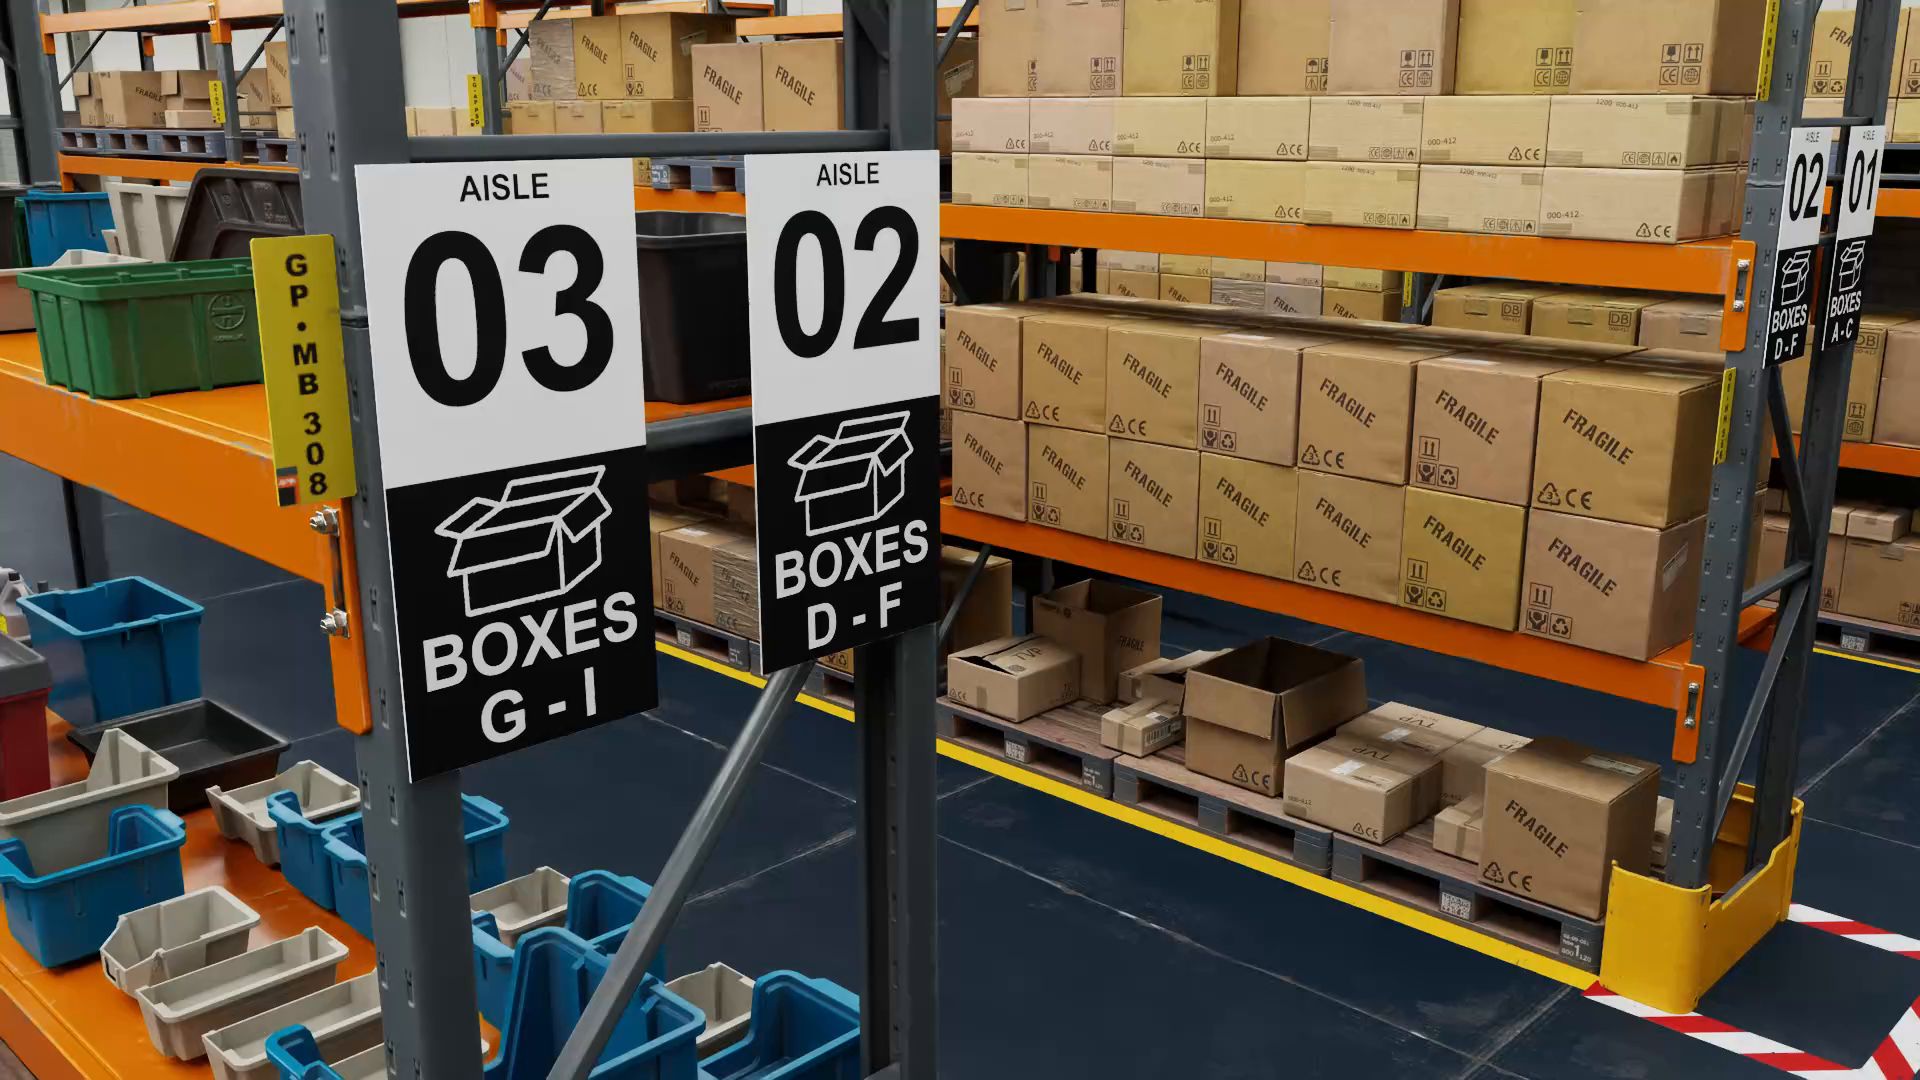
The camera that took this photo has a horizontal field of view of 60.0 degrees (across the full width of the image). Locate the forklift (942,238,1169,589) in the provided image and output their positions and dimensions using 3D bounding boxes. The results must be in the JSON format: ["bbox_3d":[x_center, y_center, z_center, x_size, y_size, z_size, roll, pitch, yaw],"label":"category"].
[{"bbox_3d":[0.745,-1.205,11.743,1.130,2.935,3.031,-14,20,-42],"label":"forklift"}]

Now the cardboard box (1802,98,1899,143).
[{"bbox_3d":[5.360,-2.507,9.922,0.500,0.250,0.500,13,19,40],"label":"cardboard box"}]

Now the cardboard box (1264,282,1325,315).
[{"bbox_3d":[2.686,-1.730,12.795,0.500,0.500,0.500,14,20,43],"label":"cardboard box"}]

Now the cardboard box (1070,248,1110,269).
[{"bbox_3d":[1.224,-2.450,14.072,0.500,0.250,0.500,13,20,41],"label":"cardboard box"}]

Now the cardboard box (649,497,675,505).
[{"bbox_3d":[-1.911,-0.088,11.406,0.500,0.500,0.500,-14,20,-42],"label":"cardboard box"}]

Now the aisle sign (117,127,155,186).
[{"bbox_3d":[-8.350,-3.929,16.905,0.004,0.787,0.394,14,20,42],"label":"aisle sign"}]

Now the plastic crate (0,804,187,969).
[{"bbox_3d":[-2.086,0.832,4.004,0.300,0.233,0.416,14,20,42],"label":"plastic crate"}]

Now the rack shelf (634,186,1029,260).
[{"bbox_3d":[-1.308,-1.959,9.980,4.000,0.370,1.077,14,20,42],"label":"rack shelf"}]

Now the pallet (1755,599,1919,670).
[{"bbox_3d":[5.817,0.518,10.525,1.213,0.211,1.003,14,20,42],"label":"pallet"}]

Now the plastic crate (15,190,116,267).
[{"bbox_3d":[-2.432,-0.877,4.730,0.300,0.233,0.416,14,20,42],"label":"plastic crate"}]

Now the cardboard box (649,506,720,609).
[{"bbox_3d":[-1.880,0.102,10.678,0.500,0.500,0.500,13,20,41],"label":"cardboard box"}]

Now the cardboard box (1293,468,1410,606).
[{"bbox_3d":[1.769,-0.062,7.021,0.500,0.500,0.500,14,20,43],"label":"cardboard box"}]

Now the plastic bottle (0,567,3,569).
[{"bbox_3d":[-3.705,0.215,6.411,0.097,0.271,0.097,0,15,0],"label":"plastic bottle"}]

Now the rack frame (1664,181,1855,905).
[{"bbox_3d":[3.012,0.194,6.238,0.127,3.000,1.000,14,20,42],"label":"rack frame"}]

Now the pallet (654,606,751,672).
[{"bbox_3d":[-1.362,0.495,10.615,1.213,0.211,1.003,14,20,42],"label":"pallet"}]

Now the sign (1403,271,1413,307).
[{"bbox_3d":[3.198,-1.827,11.857,0.005,0.325,0.100,14,20,42],"label":"sign"}]

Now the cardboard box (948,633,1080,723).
[{"bbox_3d":[0.284,0.695,8.775,0.500,0.311,0.500,14,20,42],"label":"cardboard box"}]

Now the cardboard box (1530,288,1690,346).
[{"bbox_3d":[4.469,-1.324,11.470,0.700,0.700,0.980,13,19,41],"label":"cardboard box"}]

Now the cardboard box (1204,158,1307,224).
[{"bbox_3d":[1.389,-1.492,7.057,0.500,0.250,0.500,14,20,42],"label":"cardboard box"}]

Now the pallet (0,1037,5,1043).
[{"bbox_3d":[-3.835,1.599,6.375,1.213,0.211,1.003,14,20,42],"label":"pallet"}]

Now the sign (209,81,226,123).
[{"bbox_3d":[-6.011,-3.545,13.457,0.005,0.325,0.100,14,20,42],"label":"sign"}]

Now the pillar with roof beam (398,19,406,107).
[{"bbox_3d":[-11.274,-6.712,20.845,0.400,9.000,9.100,14,20,42],"label":"pillar with roof beam"}]

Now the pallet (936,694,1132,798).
[{"bbox_3d":[0.626,0.964,8.814,1.213,0.211,1.003,14,20,42],"label":"pallet"}]

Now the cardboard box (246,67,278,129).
[{"bbox_3d":[-5.807,-3.813,14.358,0.500,0.500,0.500,-12,19,-40],"label":"cardboard box"}]

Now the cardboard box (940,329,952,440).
[{"bbox_3d":[-0.054,-0.881,9.333,0.500,0.500,0.700,7,16,24],"label":"cardboard box"}]

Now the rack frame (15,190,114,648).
[{"bbox_3d":[-3.309,0.393,5.476,0.127,3.000,1.000,14,20,42],"label":"rack frame"}]

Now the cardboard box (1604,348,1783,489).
[{"bbox_3d":[2.875,-0.464,6.581,0.500,0.500,0.500,-14,20,-42],"label":"cardboard box"}]

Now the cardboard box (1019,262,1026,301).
[{"bbox_3d":[0.860,-2.176,14.507,0.500,0.500,0.500,-14,20,-43],"label":"cardboard box"}]

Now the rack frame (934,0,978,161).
[{"bbox_3d":[0.132,-3.409,8.168,0.127,3.000,1.000,14,20,42],"label":"rack frame"}]

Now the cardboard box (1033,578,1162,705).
[{"bbox_3d":[0.739,0.539,8.999,0.500,0.500,0.500,14,20,42],"label":"cardboard box"}]

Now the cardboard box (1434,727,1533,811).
[{"bbox_3d":[2.457,1.078,7.427,0.500,0.250,0.500,14,20,42],"label":"cardboard box"}]

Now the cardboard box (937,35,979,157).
[{"bbox_3d":[-0.179,-2.359,8.858,0.600,0.600,0.600,11,18,37],"label":"cardboard box"}]

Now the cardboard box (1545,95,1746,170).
[{"bbox_3d":[2.465,-1.470,5.983,0.500,0.250,0.500,14,20,42],"label":"cardboard box"}]

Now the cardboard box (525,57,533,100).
[{"bbox_3d":[-4.636,-5.291,19.118,0.500,0.500,0.500,13,20,42],"label":"cardboard box"}]

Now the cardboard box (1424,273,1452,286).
[{"bbox_3d":[3.417,-2.098,12.721,0.500,0.250,0.500,-14,20,-42],"label":"cardboard box"}]

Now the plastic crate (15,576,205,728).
[{"bbox_3d":[-2.736,0.391,5.395,0.575,0.384,0.392,14,20,42],"label":"plastic crate"}]

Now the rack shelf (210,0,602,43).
[{"bbox_3d":[-4.187,-3.917,12.339,4.000,0.370,1.077,14,20,42],"label":"rack shelf"}]

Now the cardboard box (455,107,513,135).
[{"bbox_3d":[-3.113,-2.857,11.464,0.500,0.250,0.500,12,19,38],"label":"cardboard box"}]

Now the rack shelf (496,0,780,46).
[{"bbox_3d":[-3.631,-5.709,18.429,4.000,0.370,1.077,14,20,42],"label":"rack shelf"}]

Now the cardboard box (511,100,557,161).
[{"bbox_3d":[-2.410,-2.636,10.951,0.500,0.500,0.910,14,20,42],"label":"cardboard box"}]

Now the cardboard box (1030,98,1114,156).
[{"bbox_3d":[0.671,-1.909,7.668,0.500,0.250,0.500,14,20,42],"label":"cardboard box"}]

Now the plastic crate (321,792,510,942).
[{"bbox_3d":[-1.326,0.811,4.083,0.300,0.233,0.416,14,20,42],"label":"plastic crate"}]

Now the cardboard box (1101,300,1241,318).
[{"bbox_3d":[1.047,-0.907,8.284,0.500,0.500,0.500,13,20,41],"label":"cardboard box"}]

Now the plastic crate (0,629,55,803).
[{"bbox_3d":[-2.840,0.534,4.686,0.583,0.464,0.402,14,20,42],"label":"plastic crate"}]

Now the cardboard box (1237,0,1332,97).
[{"bbox_3d":[1.600,-2.152,7.111,0.500,0.500,0.700,14,20,42],"label":"cardboard box"}]

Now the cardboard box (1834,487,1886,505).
[{"bbox_3d":[5.738,-0.220,10.667,0.250,0.149,0.380,14,20,42],"label":"cardboard box"}]

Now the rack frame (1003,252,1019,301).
[{"bbox_3d":[0.688,-2.106,15.064,0.127,3.000,1.000,14,20,42],"label":"rack frame"}]

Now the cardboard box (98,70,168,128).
[{"bbox_3d":[-7.501,-4.037,15.217,0.500,0.500,0.500,14,20,42],"label":"cardboard box"}]

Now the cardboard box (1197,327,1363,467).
[{"bbox_3d":[1.390,-0.634,7.235,0.500,0.500,0.500,-14,20,-42],"label":"cardboard box"}]
